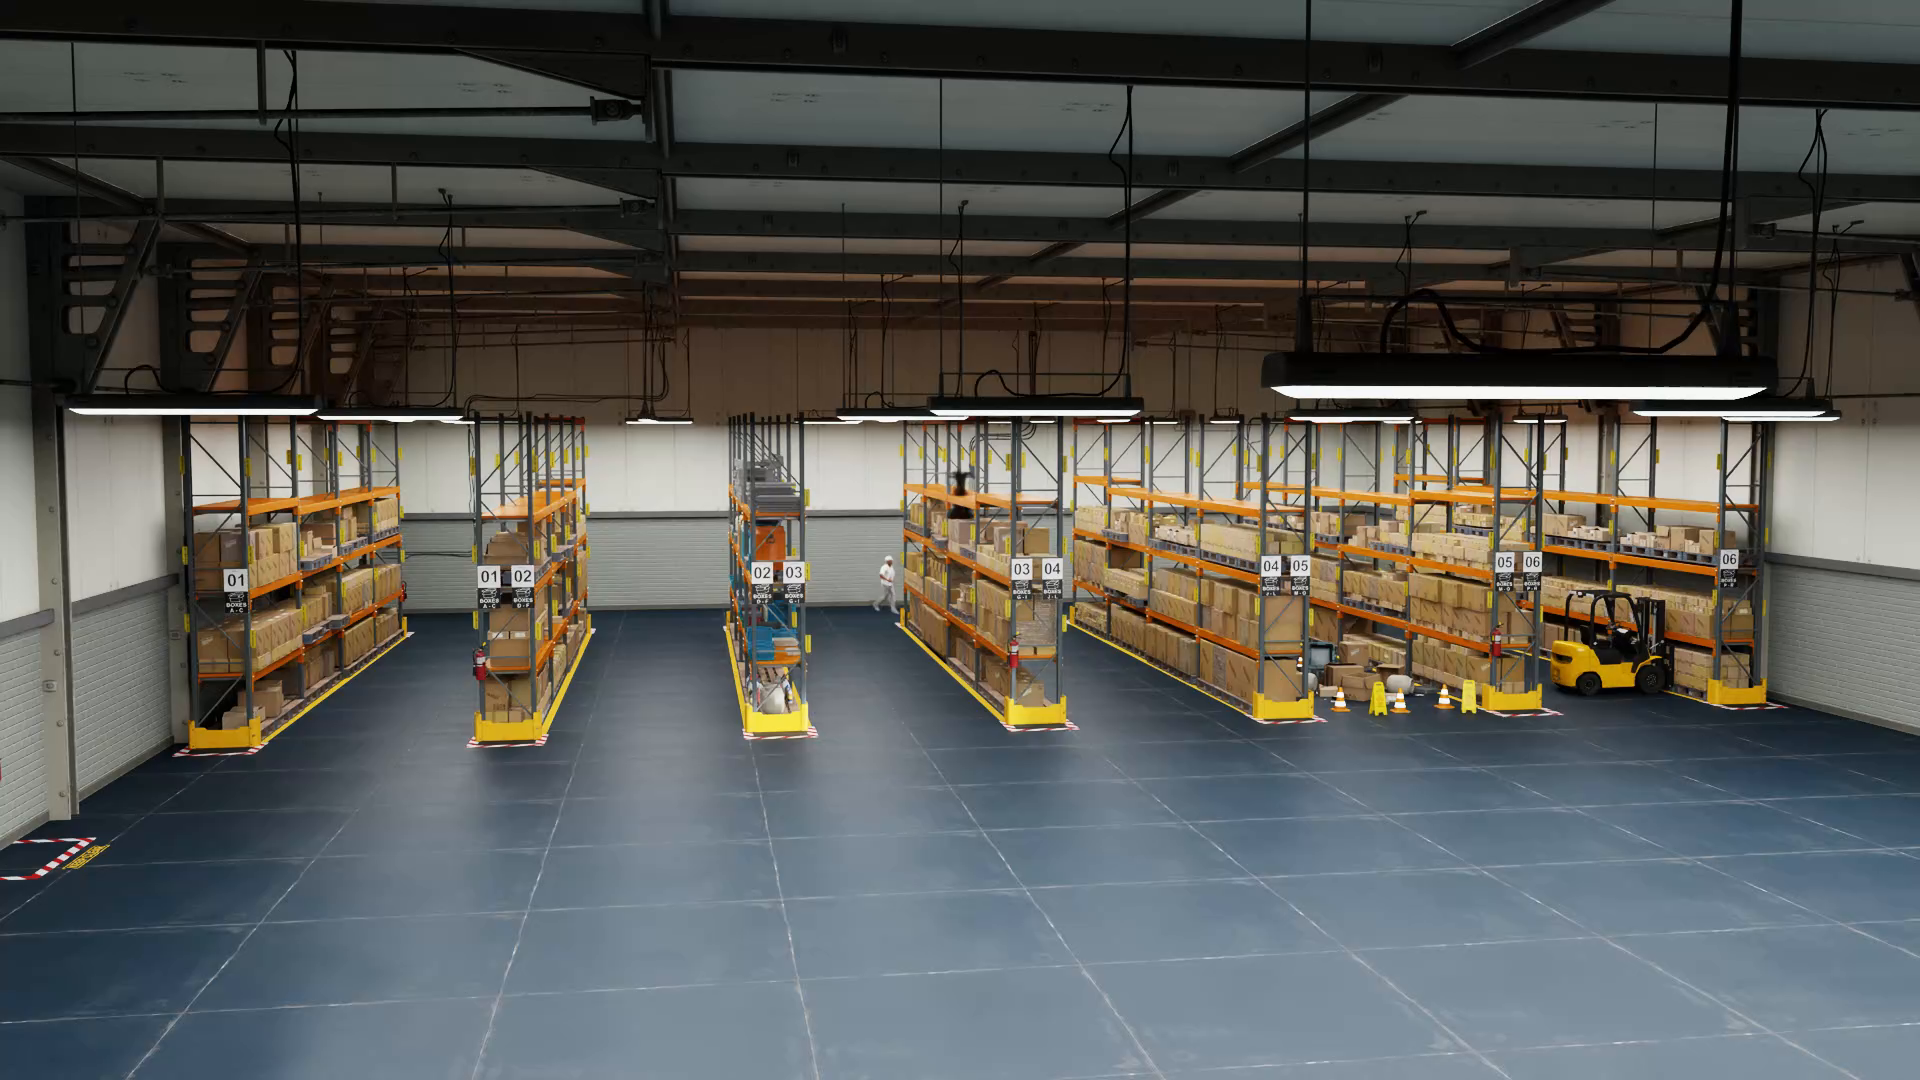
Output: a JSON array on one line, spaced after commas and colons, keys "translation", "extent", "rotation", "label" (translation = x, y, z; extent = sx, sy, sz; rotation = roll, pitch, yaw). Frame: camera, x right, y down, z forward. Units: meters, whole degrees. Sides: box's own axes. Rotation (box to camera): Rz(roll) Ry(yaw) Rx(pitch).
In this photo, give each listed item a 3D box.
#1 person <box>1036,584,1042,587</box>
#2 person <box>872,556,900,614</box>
[{"translation": [2.470, 1.533, 49.481], "extent": [0.553, 1.626, 0.642], "rotation": [1, 4, 9], "label": "person"}, {"translation": [-2.254, 1.374, 51.012], "extent": [0.915, 1.775, 0.716], "rotation": [2, 4, 26], "label": "person"}]
